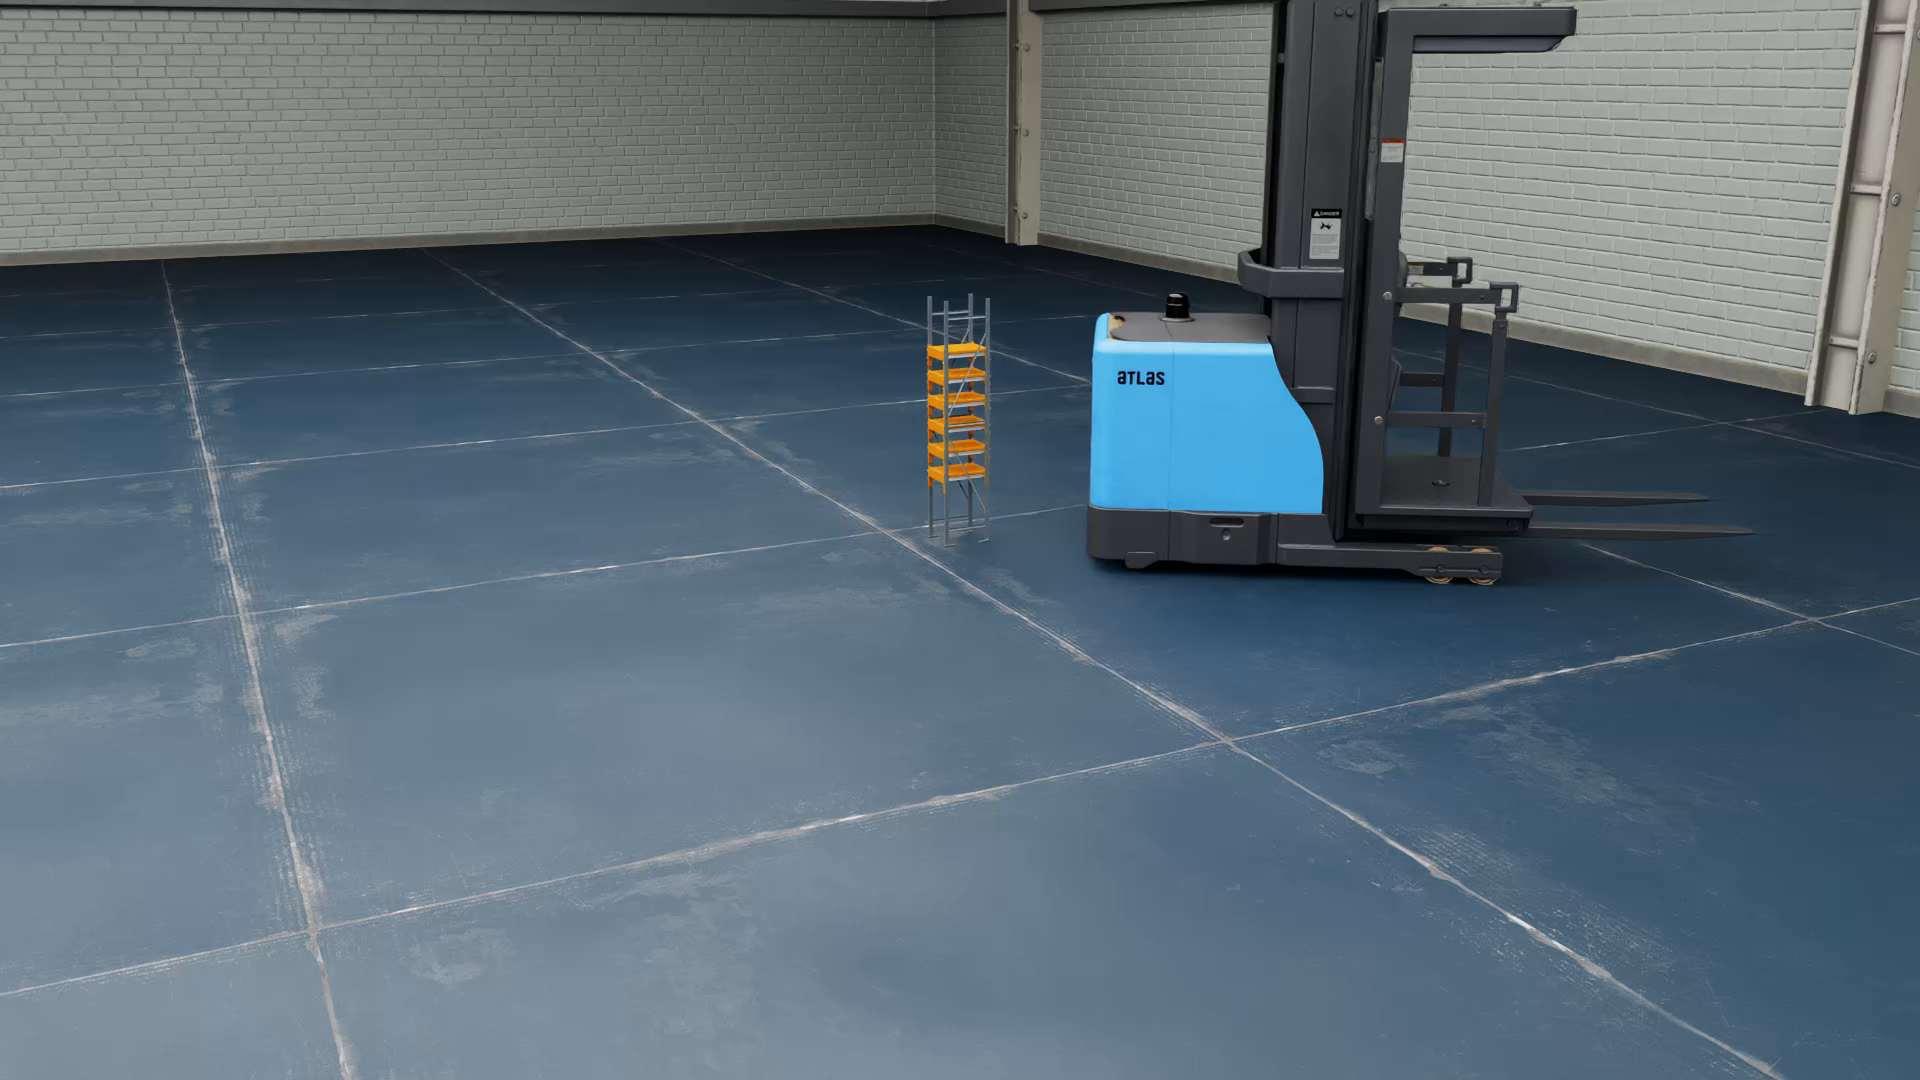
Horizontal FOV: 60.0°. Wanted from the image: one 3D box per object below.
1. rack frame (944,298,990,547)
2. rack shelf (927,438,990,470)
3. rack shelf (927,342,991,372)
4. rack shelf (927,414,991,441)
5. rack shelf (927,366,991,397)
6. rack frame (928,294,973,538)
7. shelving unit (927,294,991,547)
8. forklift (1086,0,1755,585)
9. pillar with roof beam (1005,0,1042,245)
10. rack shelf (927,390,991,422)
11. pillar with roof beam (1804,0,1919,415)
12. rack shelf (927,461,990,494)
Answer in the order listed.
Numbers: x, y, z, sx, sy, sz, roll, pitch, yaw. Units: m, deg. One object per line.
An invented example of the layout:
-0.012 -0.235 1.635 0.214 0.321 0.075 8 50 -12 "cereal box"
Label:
0.034 -0.558 8.019 0.240 1.200 0.006 -8 18 -25 "rack frame"
-0.006 -0.422 8.143 0.258 0.103 0.180 -8 18 -25 "rack shelf"
-0.006 -0.884 8.011 0.258 0.103 0.180 -8 18 -25 "rack shelf"
-0.006 -0.538 8.110 0.258 0.103 0.180 -8 18 -25 "rack shelf"
-0.006 -0.768 8.044 0.258 0.103 0.180 -8 18 -25 "rack shelf"
-0.046 -0.603 8.177 0.240 1.200 0.006 -8 18 -25 "rack frame"
-0.006 -0.580 8.098 0.258 1.200 0.189 -8 18 -25 "shelving unit"
2.139 -1.358 7.668 3.031 2.935 1.130 1 16 5 "forklift"
-3.055 -7.690 18.735 9.100 9.000 0.400 -8 18 -25 "pillar with roof beam"
-0.006 -0.653 8.077 0.258 0.103 0.180 -8 18 -25 "rack shelf"
2.202 -4.715 8.366 9.100 9.000 0.400 -8 18 -25 "pillar with roof beam"
-0.006 -0.307 8.176 0.258 0.103 0.180 -8 18 -25 "rack shelf"
